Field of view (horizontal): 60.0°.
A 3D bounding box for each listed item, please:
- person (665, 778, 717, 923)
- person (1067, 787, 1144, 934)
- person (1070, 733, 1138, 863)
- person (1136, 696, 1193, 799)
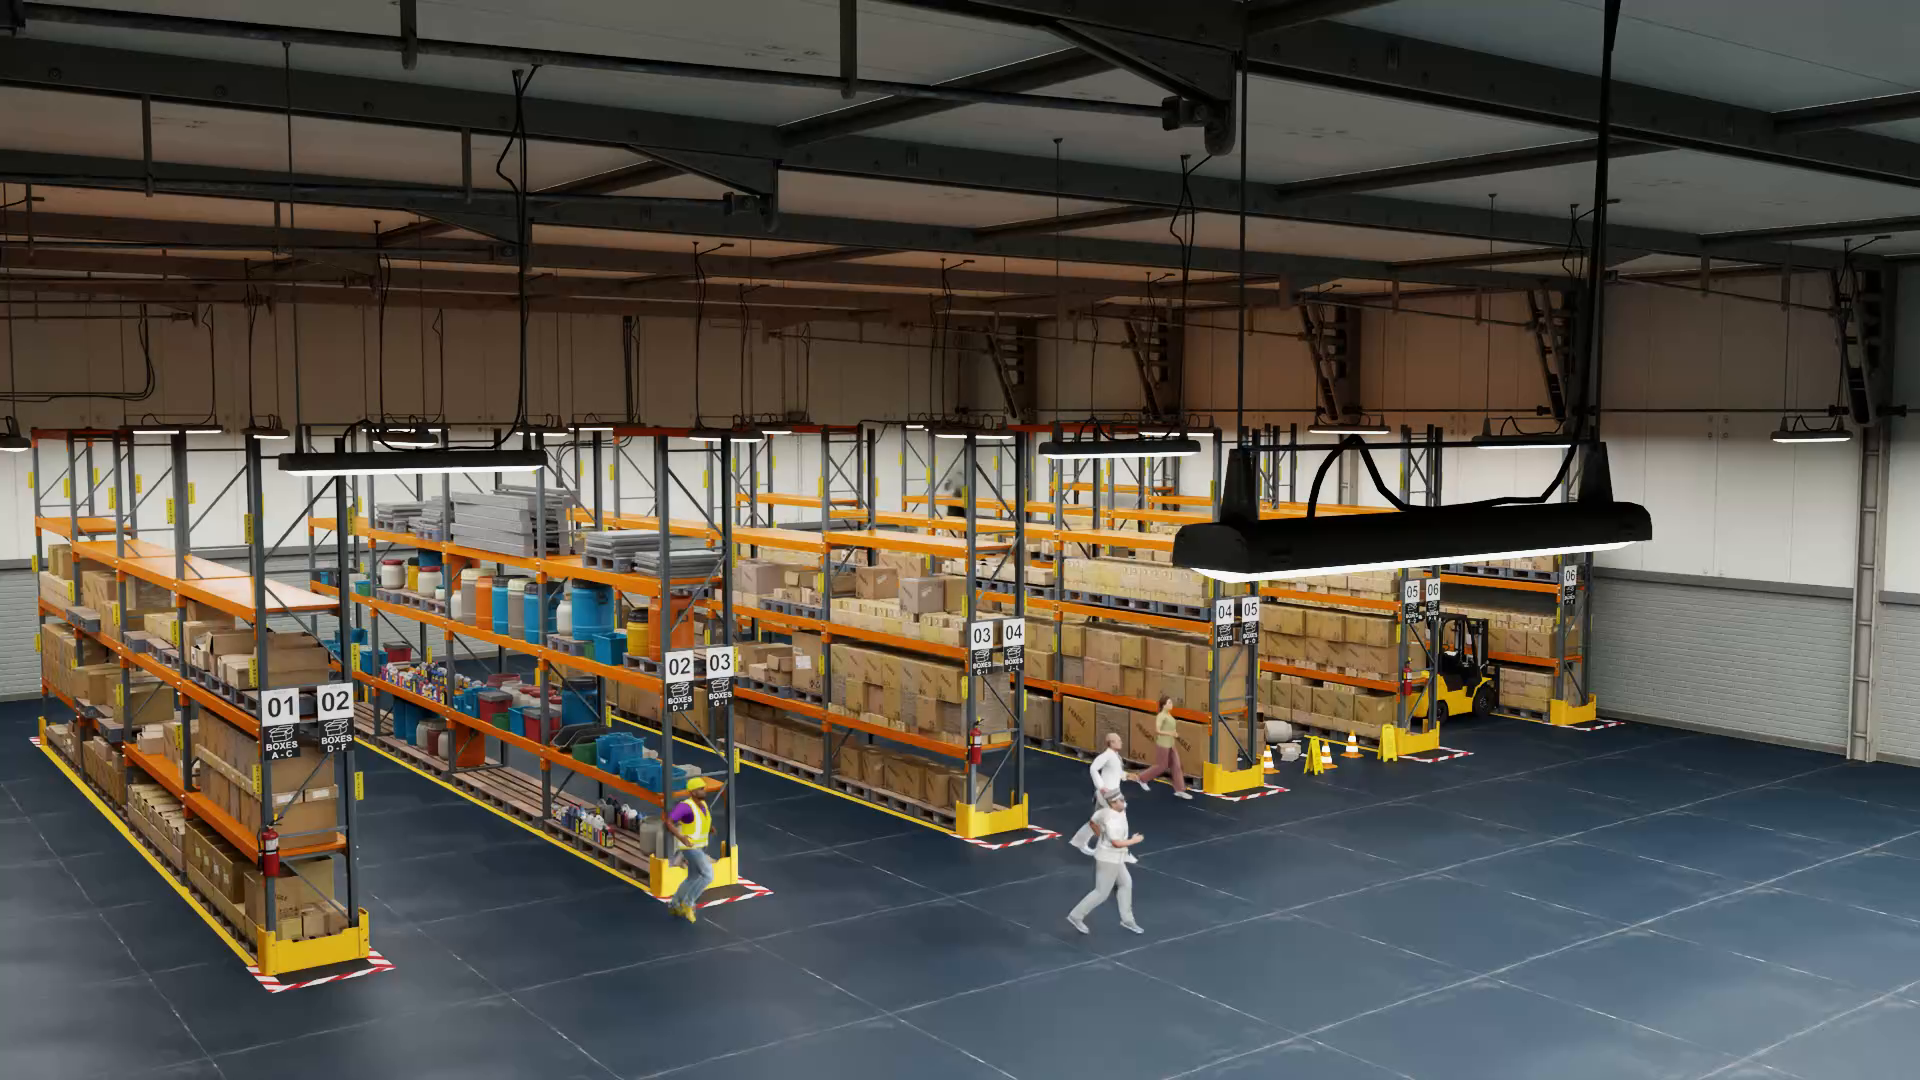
[{"bbox_3d":[-3.311,3.842,20.725,0.623,1.766,0.725,1,5,14],"label":"person"},{"bbox_3d":[1.757,3.873,20.029,0.955,1.827,0.672,0,4,1],"label":"person"},{"bbox_3d":[2.052,3.613,23.406,0.918,1.818,0.647,0,4,6],"label":"person"},{"bbox_3d":[3.322,3.363,27.065,0.966,1.661,0.583,2,5,29],"label":"person"}]
